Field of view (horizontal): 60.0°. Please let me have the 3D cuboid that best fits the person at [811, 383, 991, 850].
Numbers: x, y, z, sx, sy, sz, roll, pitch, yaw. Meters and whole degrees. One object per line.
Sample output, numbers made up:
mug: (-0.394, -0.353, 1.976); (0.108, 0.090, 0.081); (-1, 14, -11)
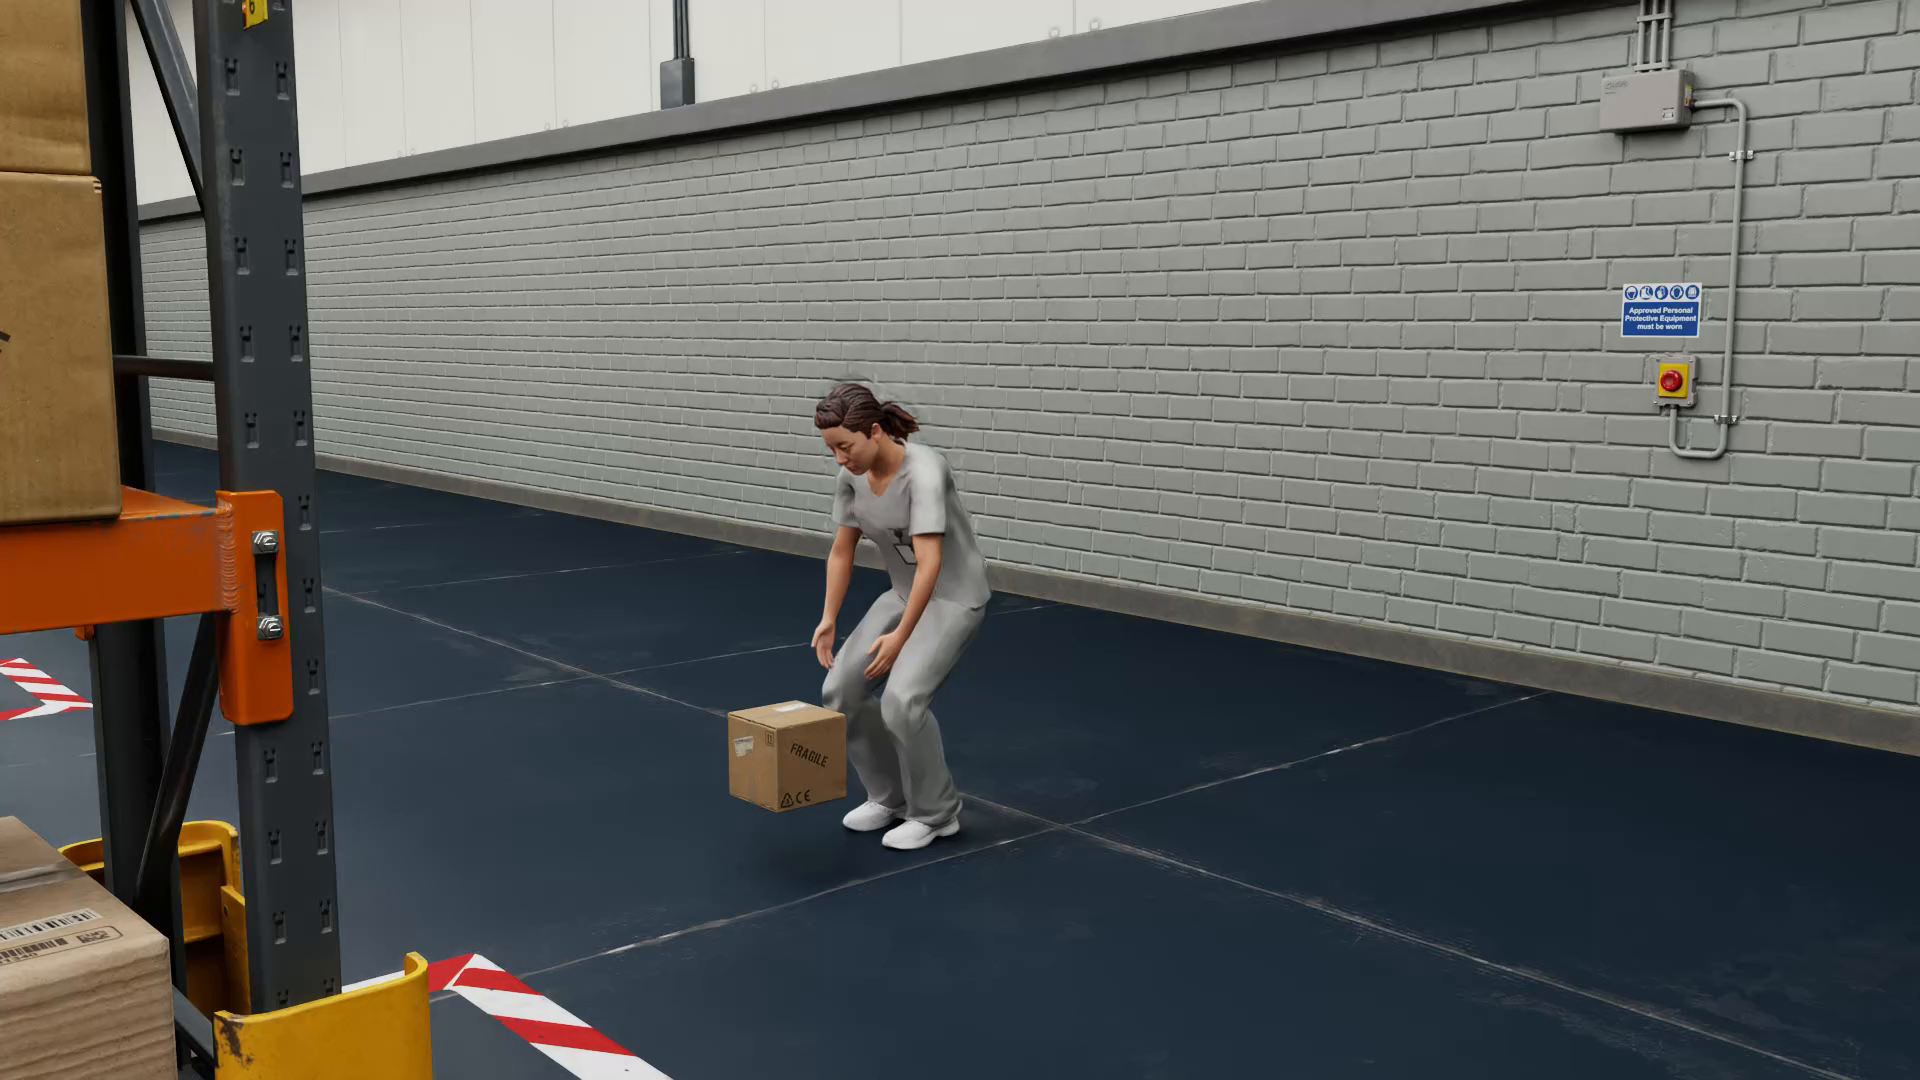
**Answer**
person: (-0.176, 0.224, 5.099); (0.615, 1.418, 0.490); (-6, 10, -41)
